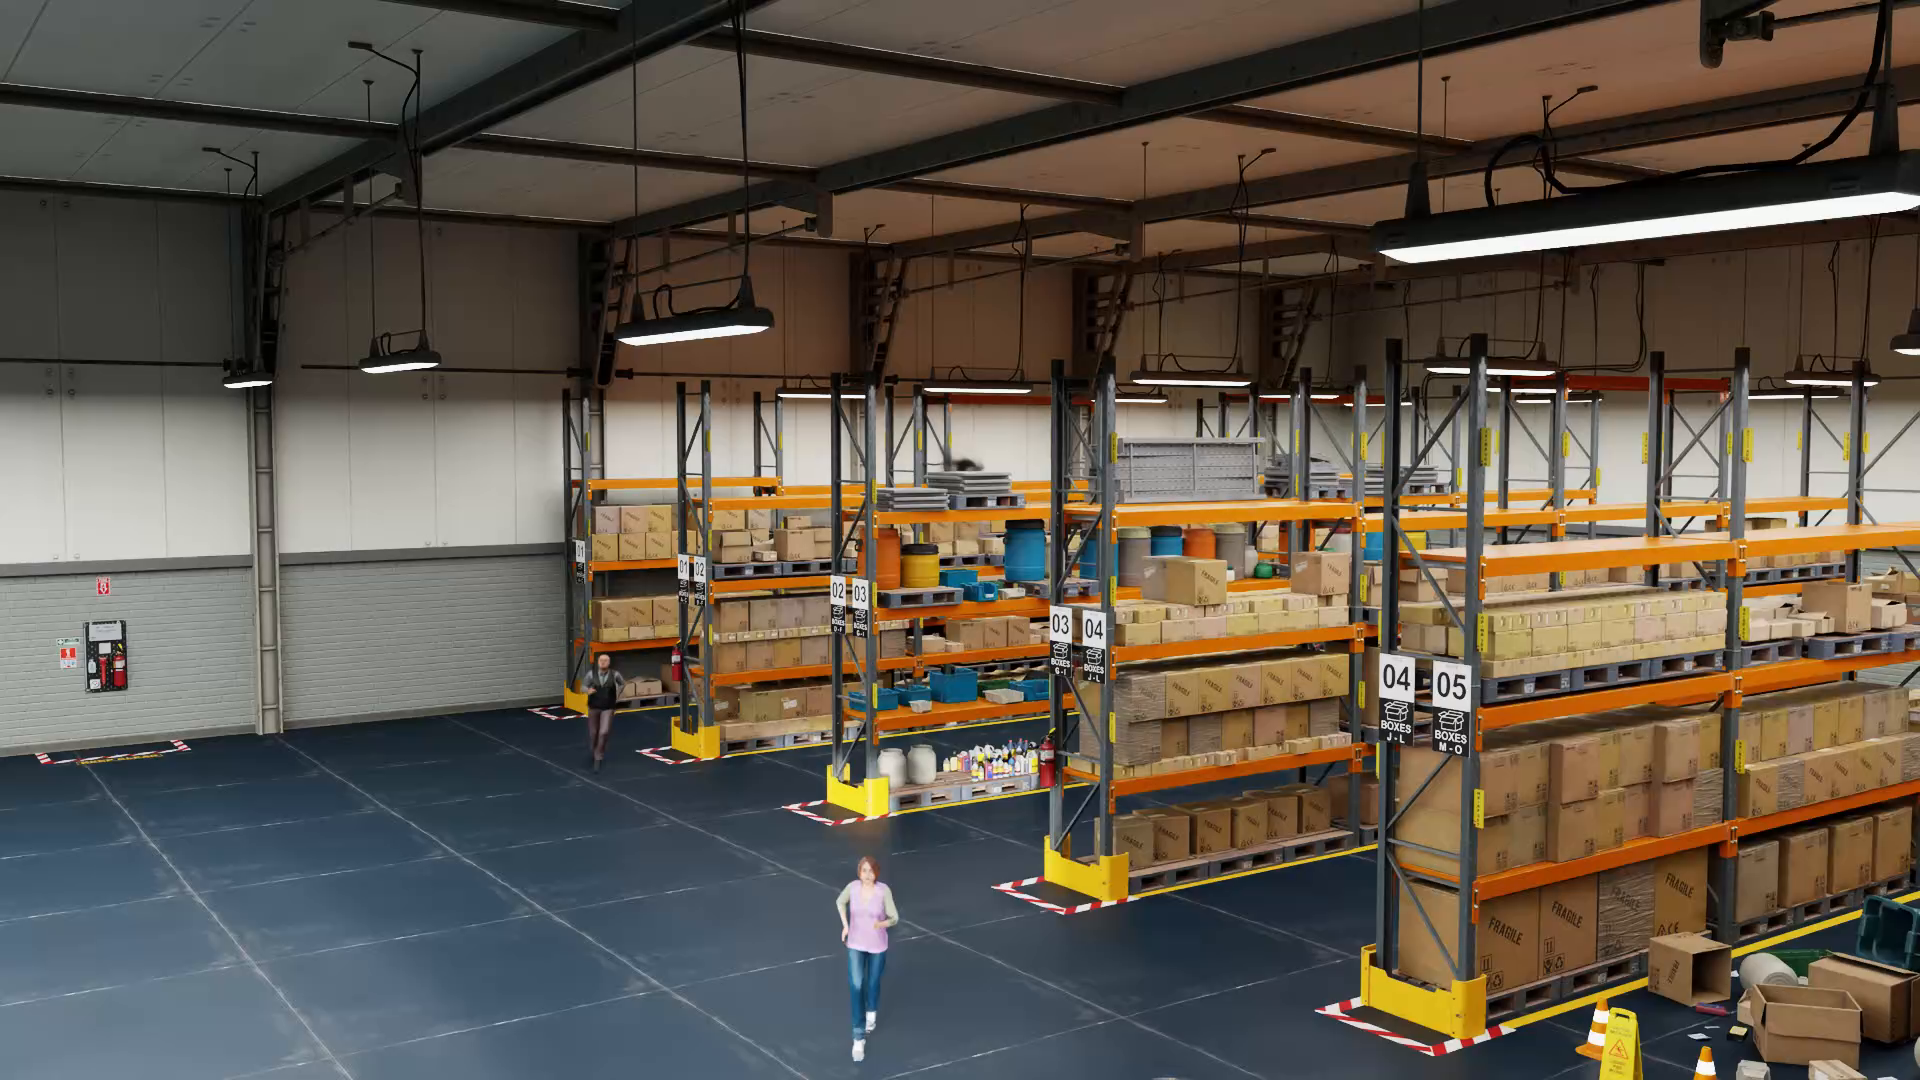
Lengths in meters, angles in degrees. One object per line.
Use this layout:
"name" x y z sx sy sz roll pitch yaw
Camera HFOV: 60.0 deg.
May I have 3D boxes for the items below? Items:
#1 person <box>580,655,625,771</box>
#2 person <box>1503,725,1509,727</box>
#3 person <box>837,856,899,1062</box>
"person" -5.546 2.686 25.809 0.664 1.690 0.840 0 4 -4
"person" 6.576 3.007 19.812 0.710 1.780 0.627 -3 5 -40
"person" -0.778 3.468 14.017 0.528 1.623 0.768 0 4 -3
